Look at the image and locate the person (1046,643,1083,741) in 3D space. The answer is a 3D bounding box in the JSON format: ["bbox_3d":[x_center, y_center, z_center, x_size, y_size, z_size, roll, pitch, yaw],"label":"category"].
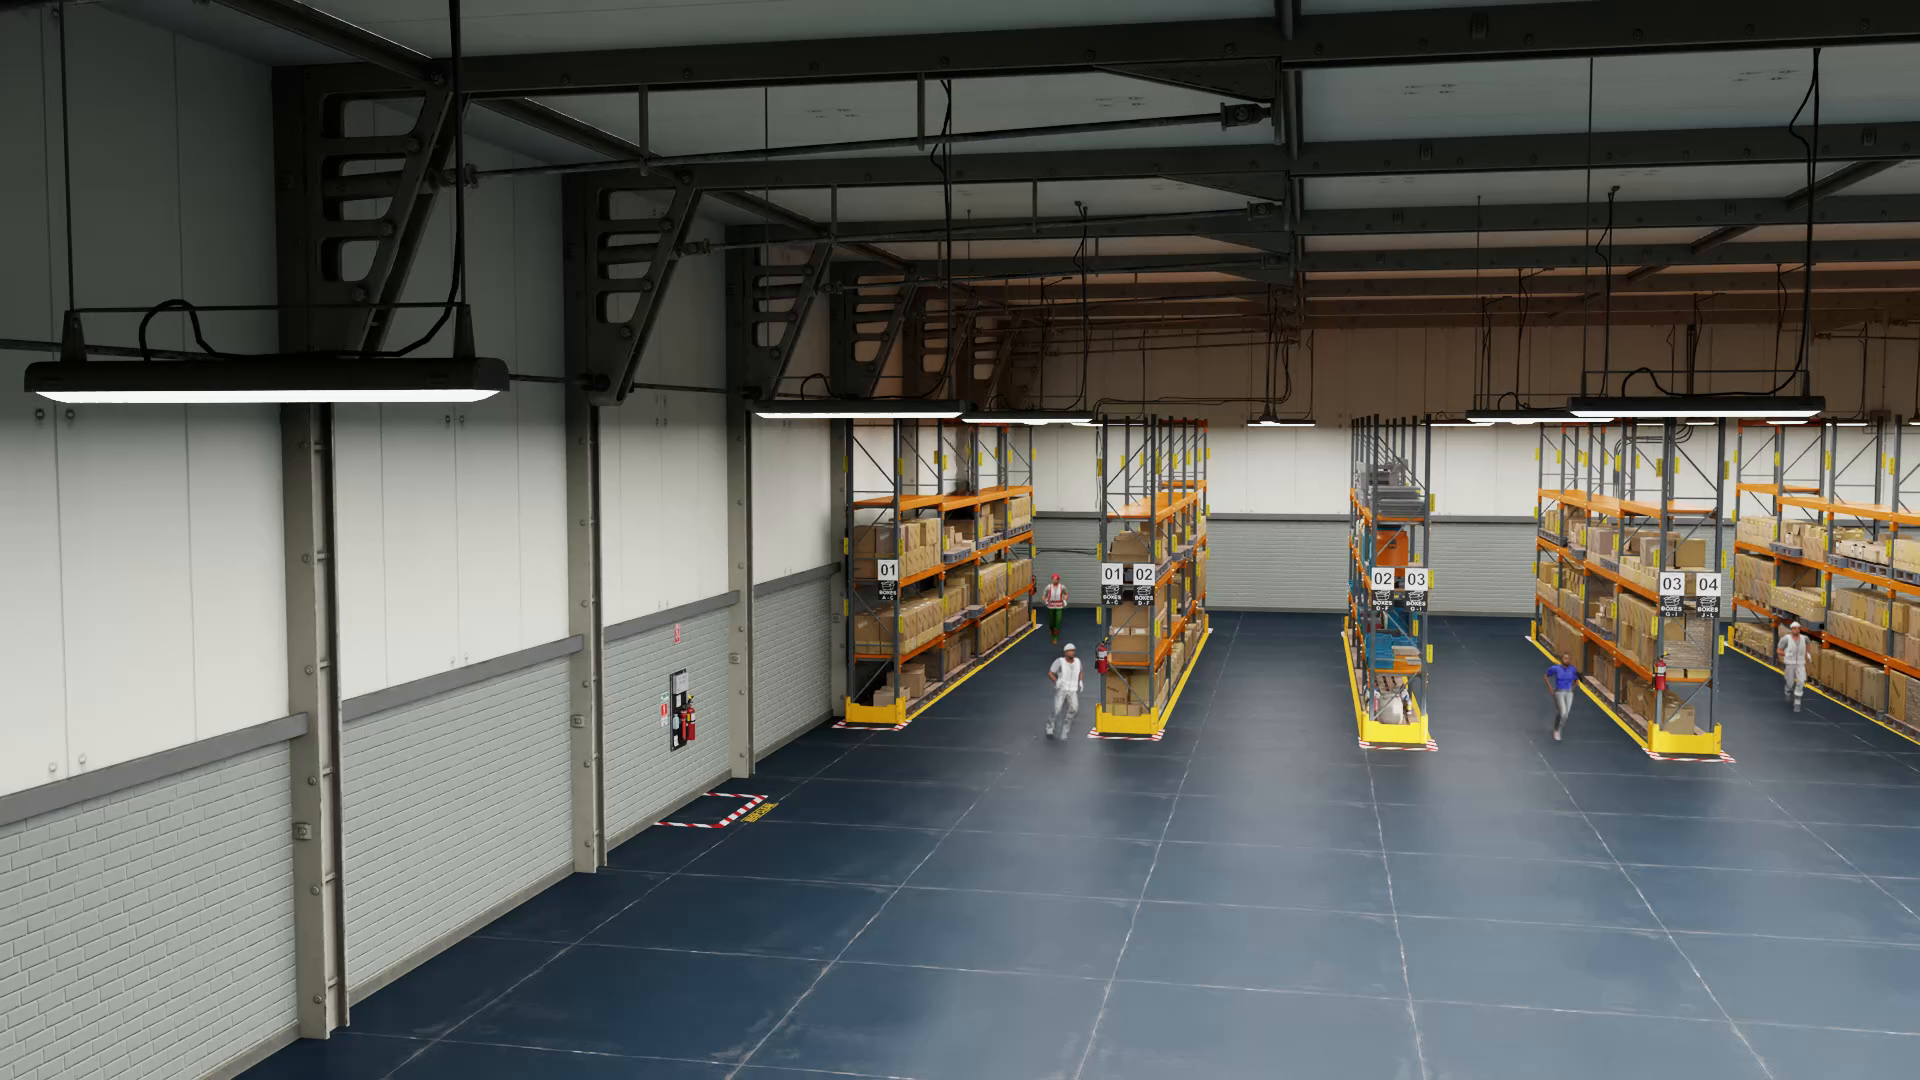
[{"bbox_3d":[1.986,2.805,30.801,0.745,1.788,0.667,-1,4,-16],"label":"person"}]

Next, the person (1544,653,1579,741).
[{"bbox_3d":[11.063,2.874,30.511,0.565,1.633,0.705,0,4,-3],"label":"person"}]

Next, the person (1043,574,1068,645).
[{"bbox_3d":[2.428,1.741,42.197,0.655,1.777,0.889,0,4,2],"label":"person"}]

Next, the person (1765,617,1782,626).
[{"bbox_3d":[22.139,1.910,44.967,0.856,1.667,0.508,-2,4,-29],"label":"person"}]

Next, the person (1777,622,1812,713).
[{"bbox_3d":[17.066,2.579,34.026,0.692,1.831,0.952,1,4,11],"label":"person"}]
